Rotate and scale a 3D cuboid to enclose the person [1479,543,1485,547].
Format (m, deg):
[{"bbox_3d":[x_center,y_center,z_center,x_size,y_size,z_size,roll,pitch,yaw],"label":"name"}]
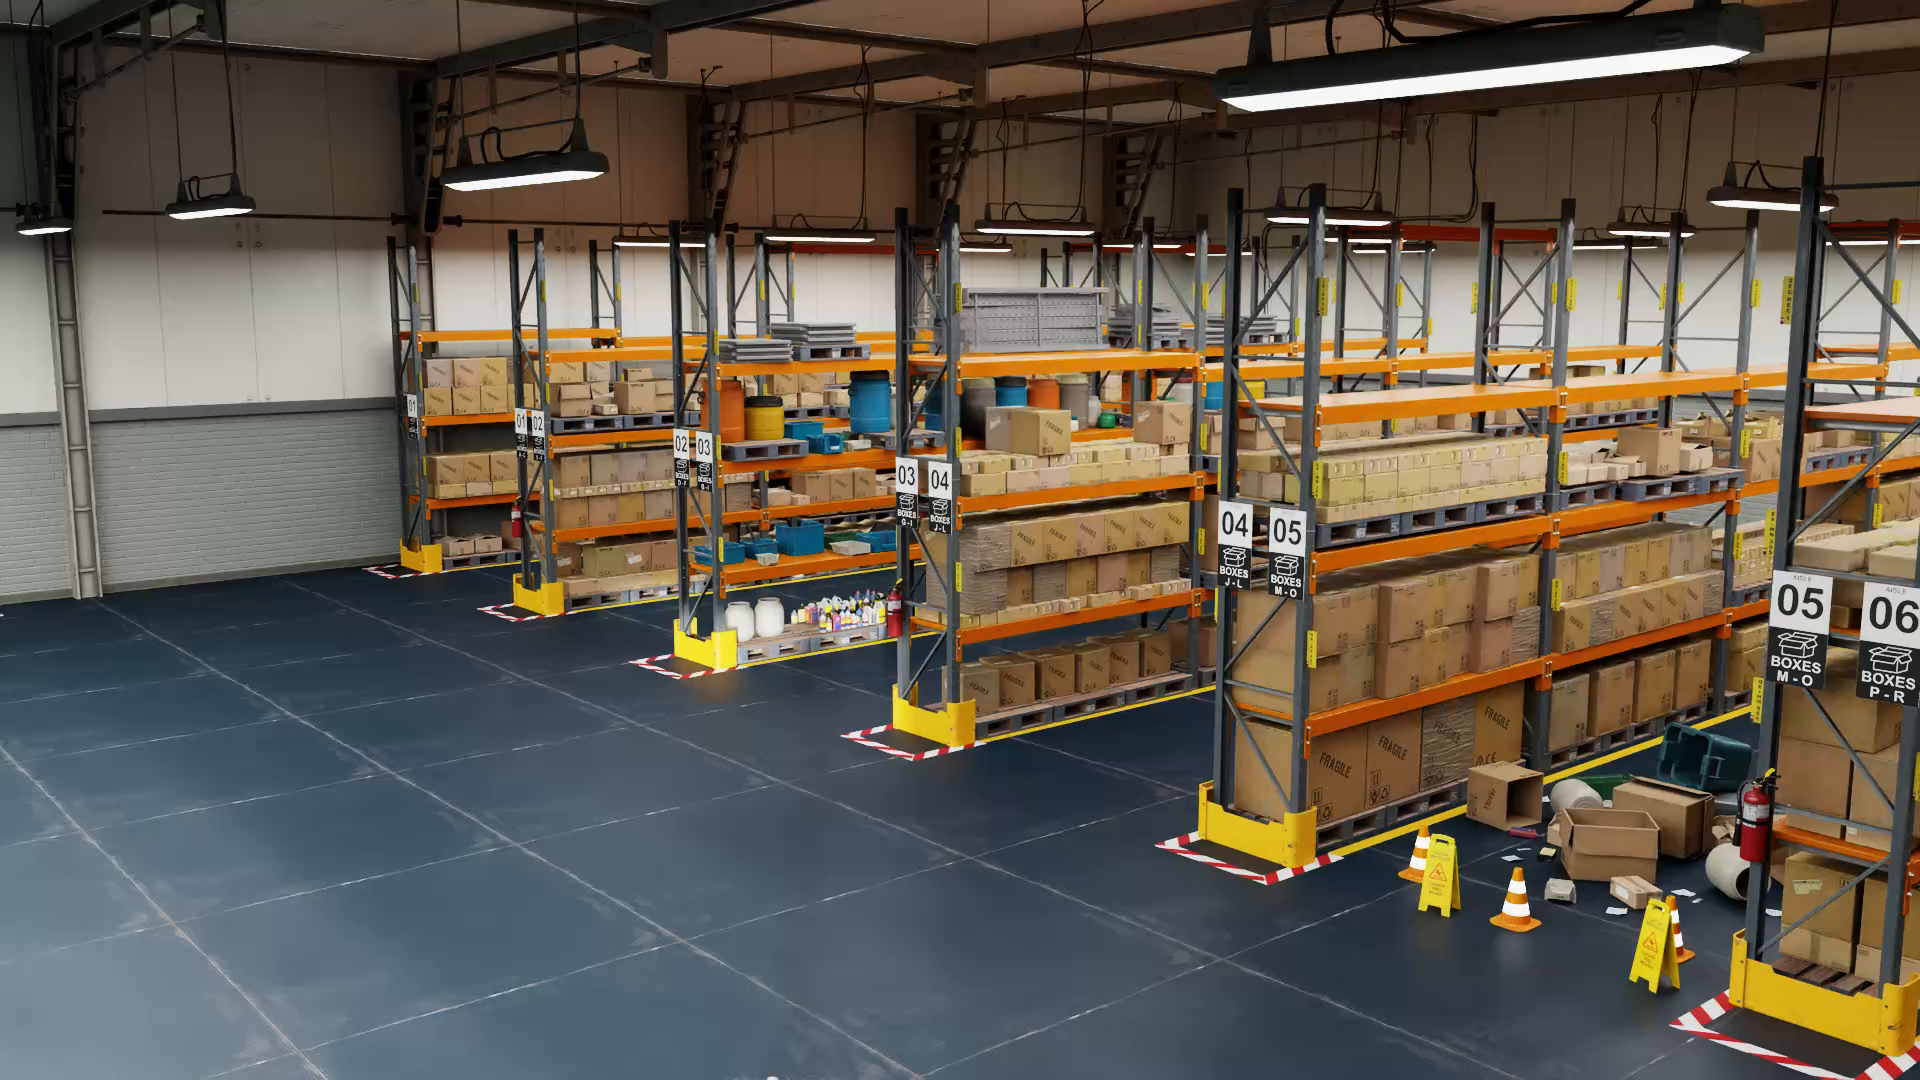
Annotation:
[{"bbox_3d":[7.123,0.834,23.000,0.802,1.635,0.589,-8,12,-42],"label":"person"}]

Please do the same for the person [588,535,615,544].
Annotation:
[{"bbox_3d":[-6.260,-0.158,29.175,0.633,1.703,0.683,6,10,32],"label":"person"}]
